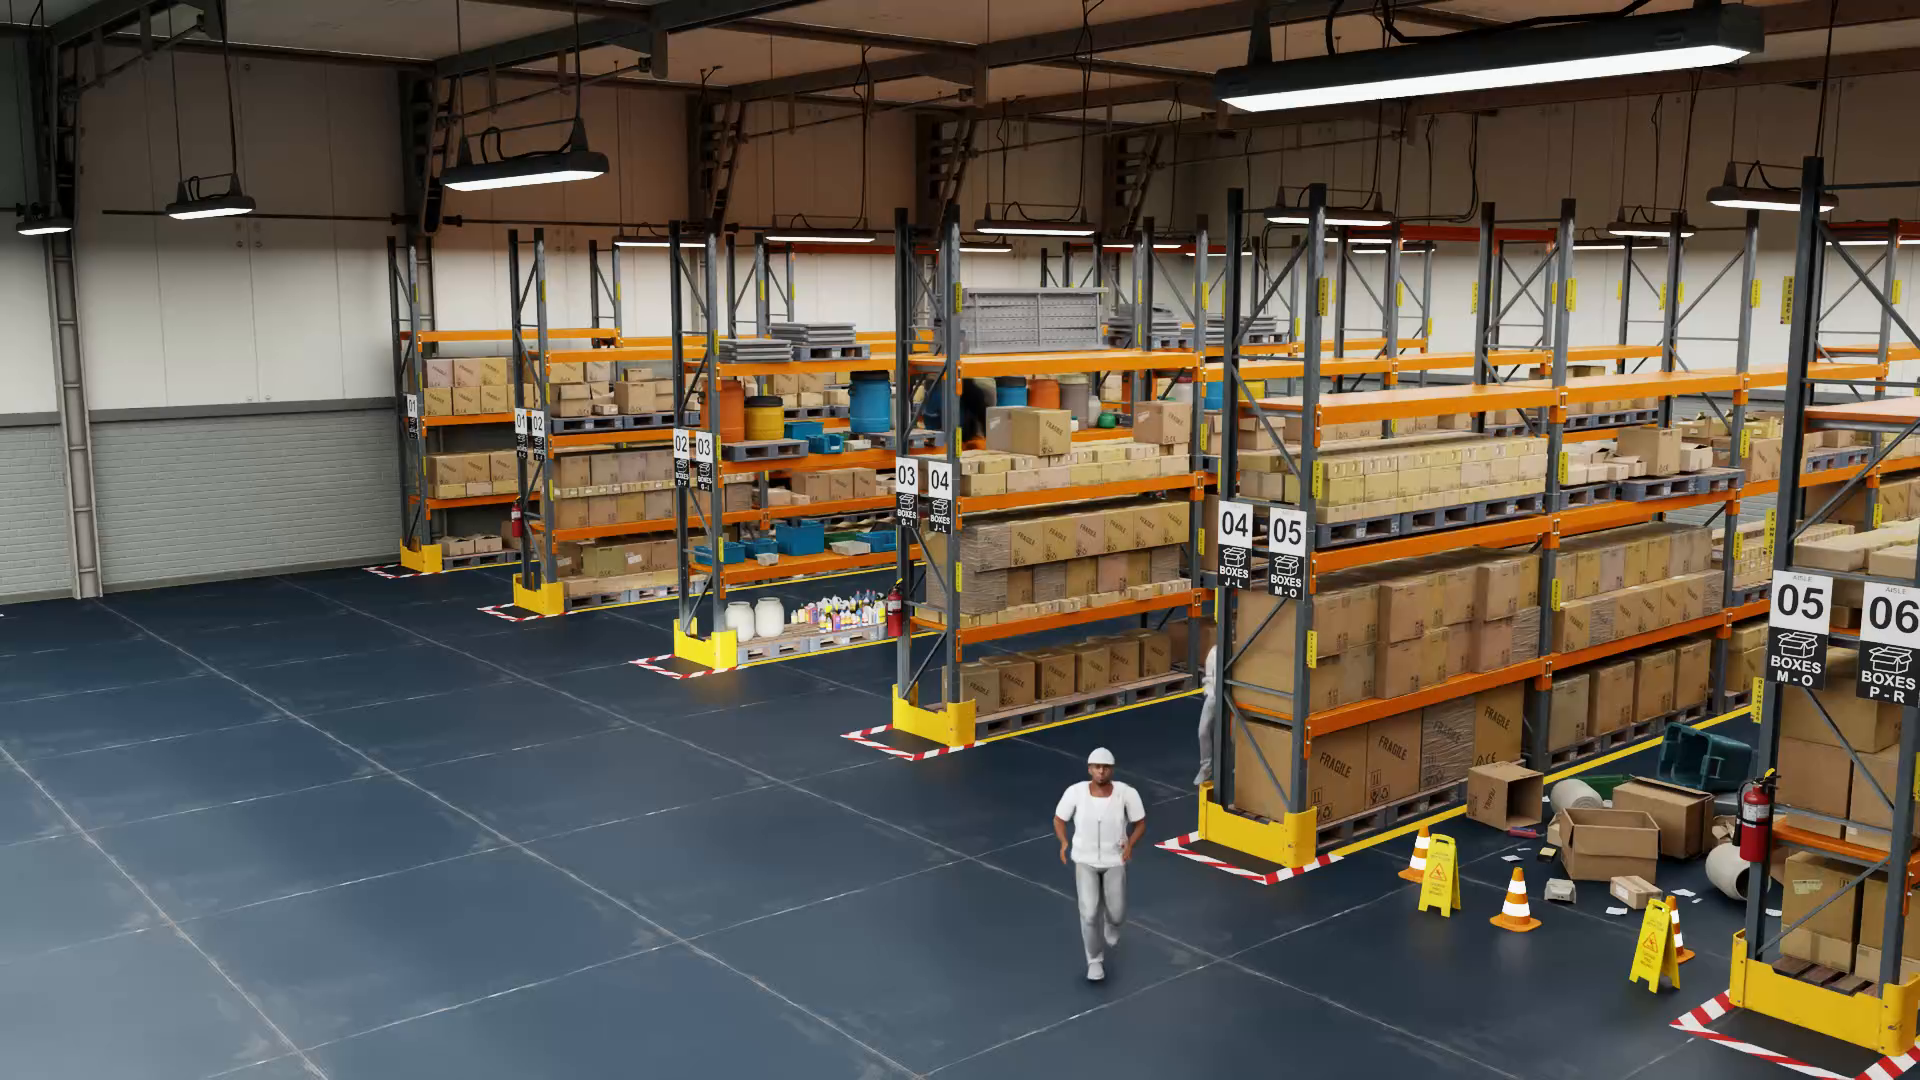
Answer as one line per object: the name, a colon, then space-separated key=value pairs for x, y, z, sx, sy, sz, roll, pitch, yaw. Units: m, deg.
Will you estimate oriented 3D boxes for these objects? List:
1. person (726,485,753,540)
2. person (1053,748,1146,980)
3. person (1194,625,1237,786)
person: x=-4.159 y=-0.515 z=31.468 sx=0.626 sy=1.740 sz=0.684 roll=-8 pitch=12 yaw=-43
person: x=1.050 y=2.404 z=12.563 sx=0.704 sy=1.723 sz=0.694 roll=1 pitch=9 yaw=5
person: x=2.758 y=1.680 z=17.331 sx=0.752 sy=1.743 sz=0.590 roll=-8 pitch=12 yaw=-43
